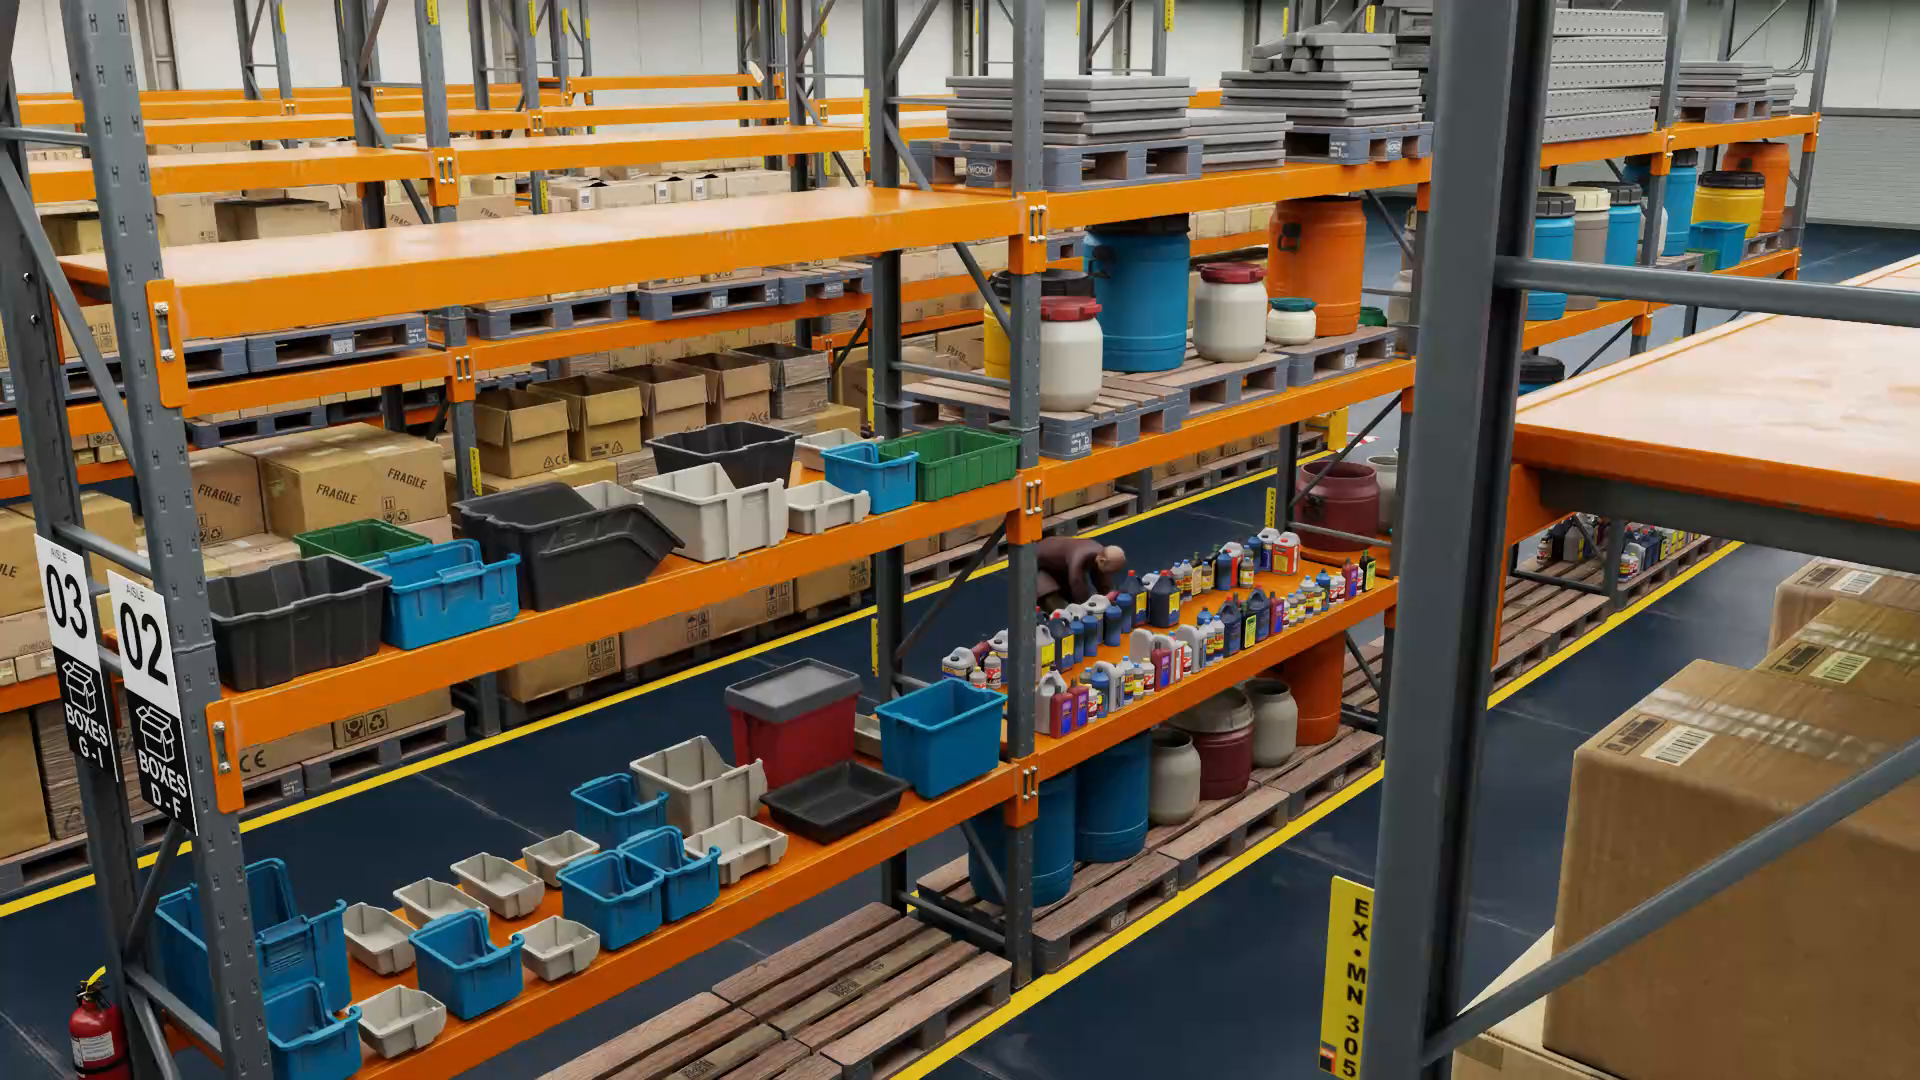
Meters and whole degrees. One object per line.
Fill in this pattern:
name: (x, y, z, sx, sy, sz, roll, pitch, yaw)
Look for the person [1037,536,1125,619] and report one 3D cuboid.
person: (0.887, 0.485, 13.217, 0.942, 1.048, 0.592, 13, 21, 37)
